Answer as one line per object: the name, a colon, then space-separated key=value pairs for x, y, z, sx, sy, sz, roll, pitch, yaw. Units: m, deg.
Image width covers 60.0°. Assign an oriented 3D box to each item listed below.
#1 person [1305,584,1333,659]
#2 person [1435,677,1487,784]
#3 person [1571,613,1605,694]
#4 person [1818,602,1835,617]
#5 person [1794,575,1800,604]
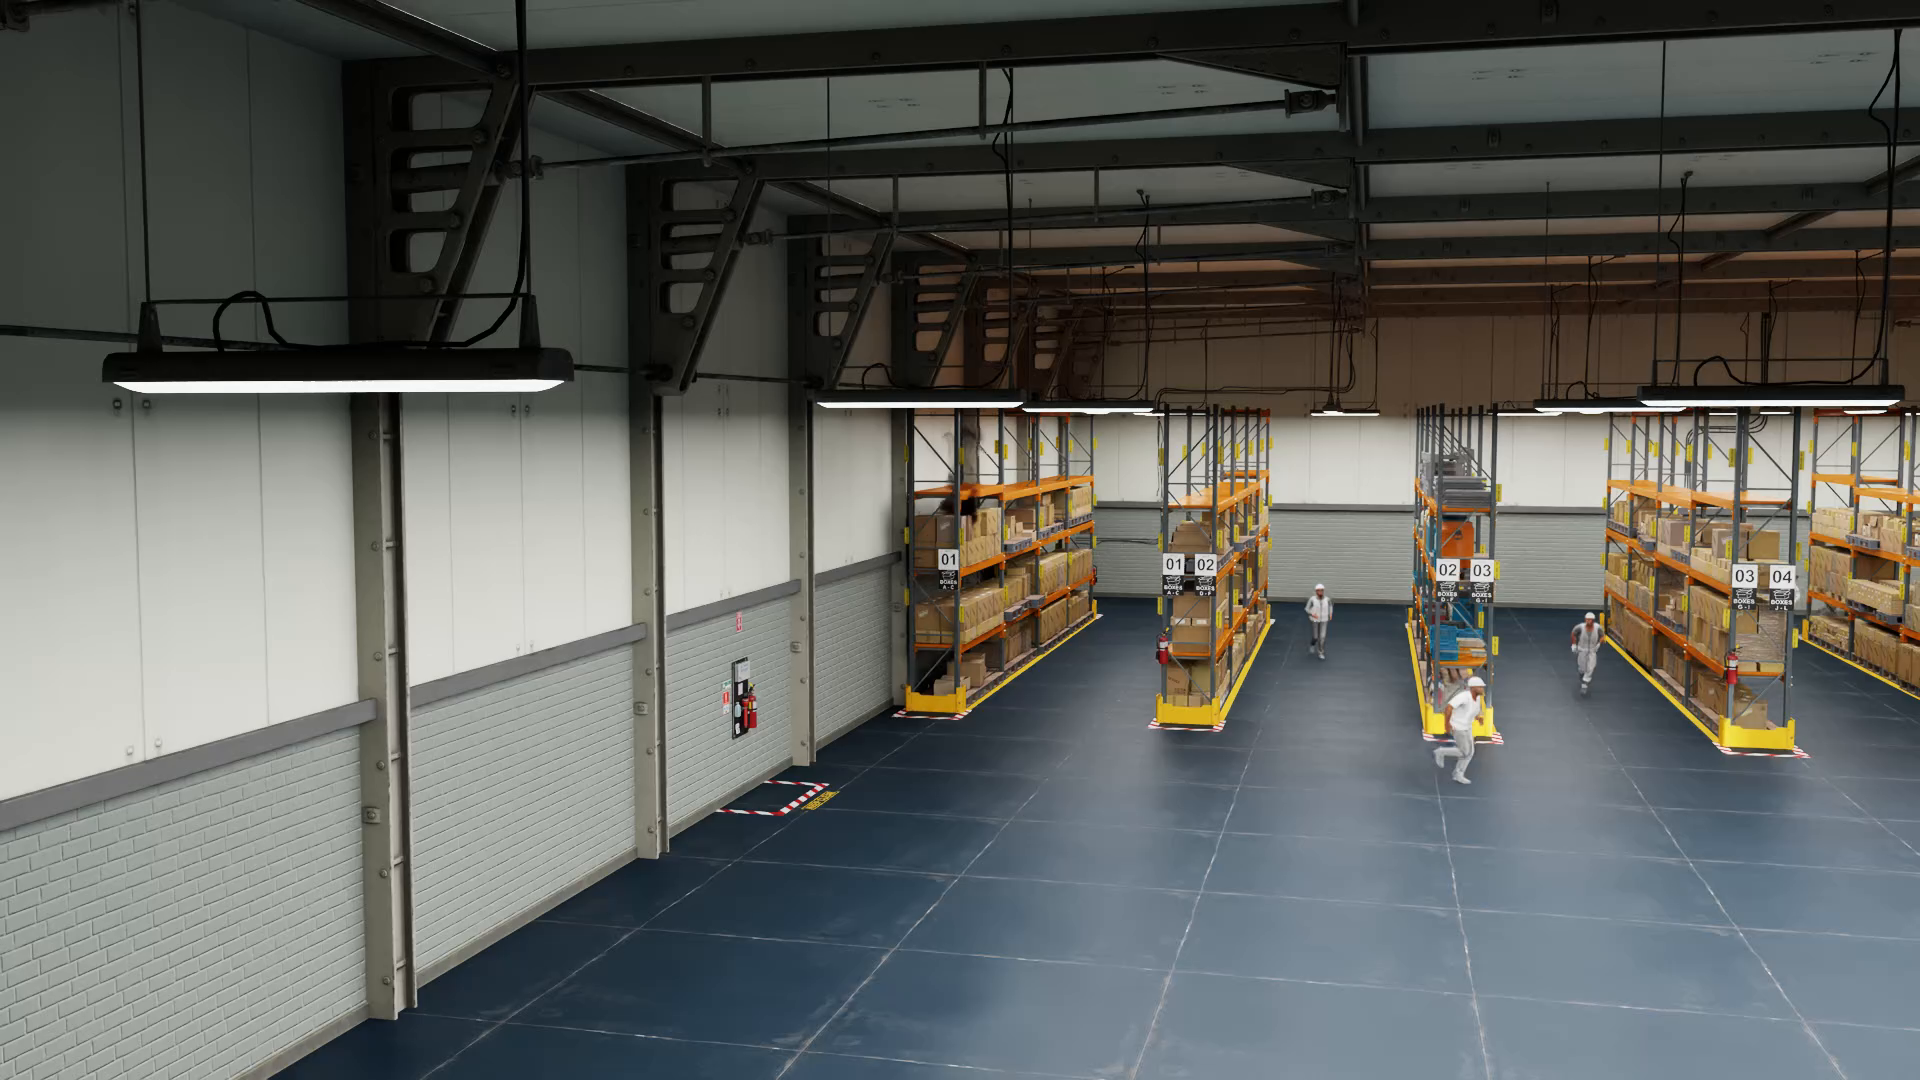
person: x=8.631 y=1.942 z=39.925 sx=0.684 sy=1.775 sz=0.760 roll=0 pitch=4 yaw=0
person: x=7.919 y=2.985 z=26.288 sx=0.812 sy=1.690 sz=0.695 roll=3 pitch=5 yaw=39
person: x=13.163 y=2.348 z=34.891 sx=0.655 sy=1.717 sz=0.844 roll=1 pitch=4 yaw=9
person: x=23.029 y=1.704 z=44.102 sx=0.575 sy=1.623 sz=0.581 roll=3 pitch=5 yaw=34
person: x=22.050 y=1.687 z=44.263 sx=0.523 sy=1.638 sz=0.666 roll=-2 pitch=5 yaw=-29
